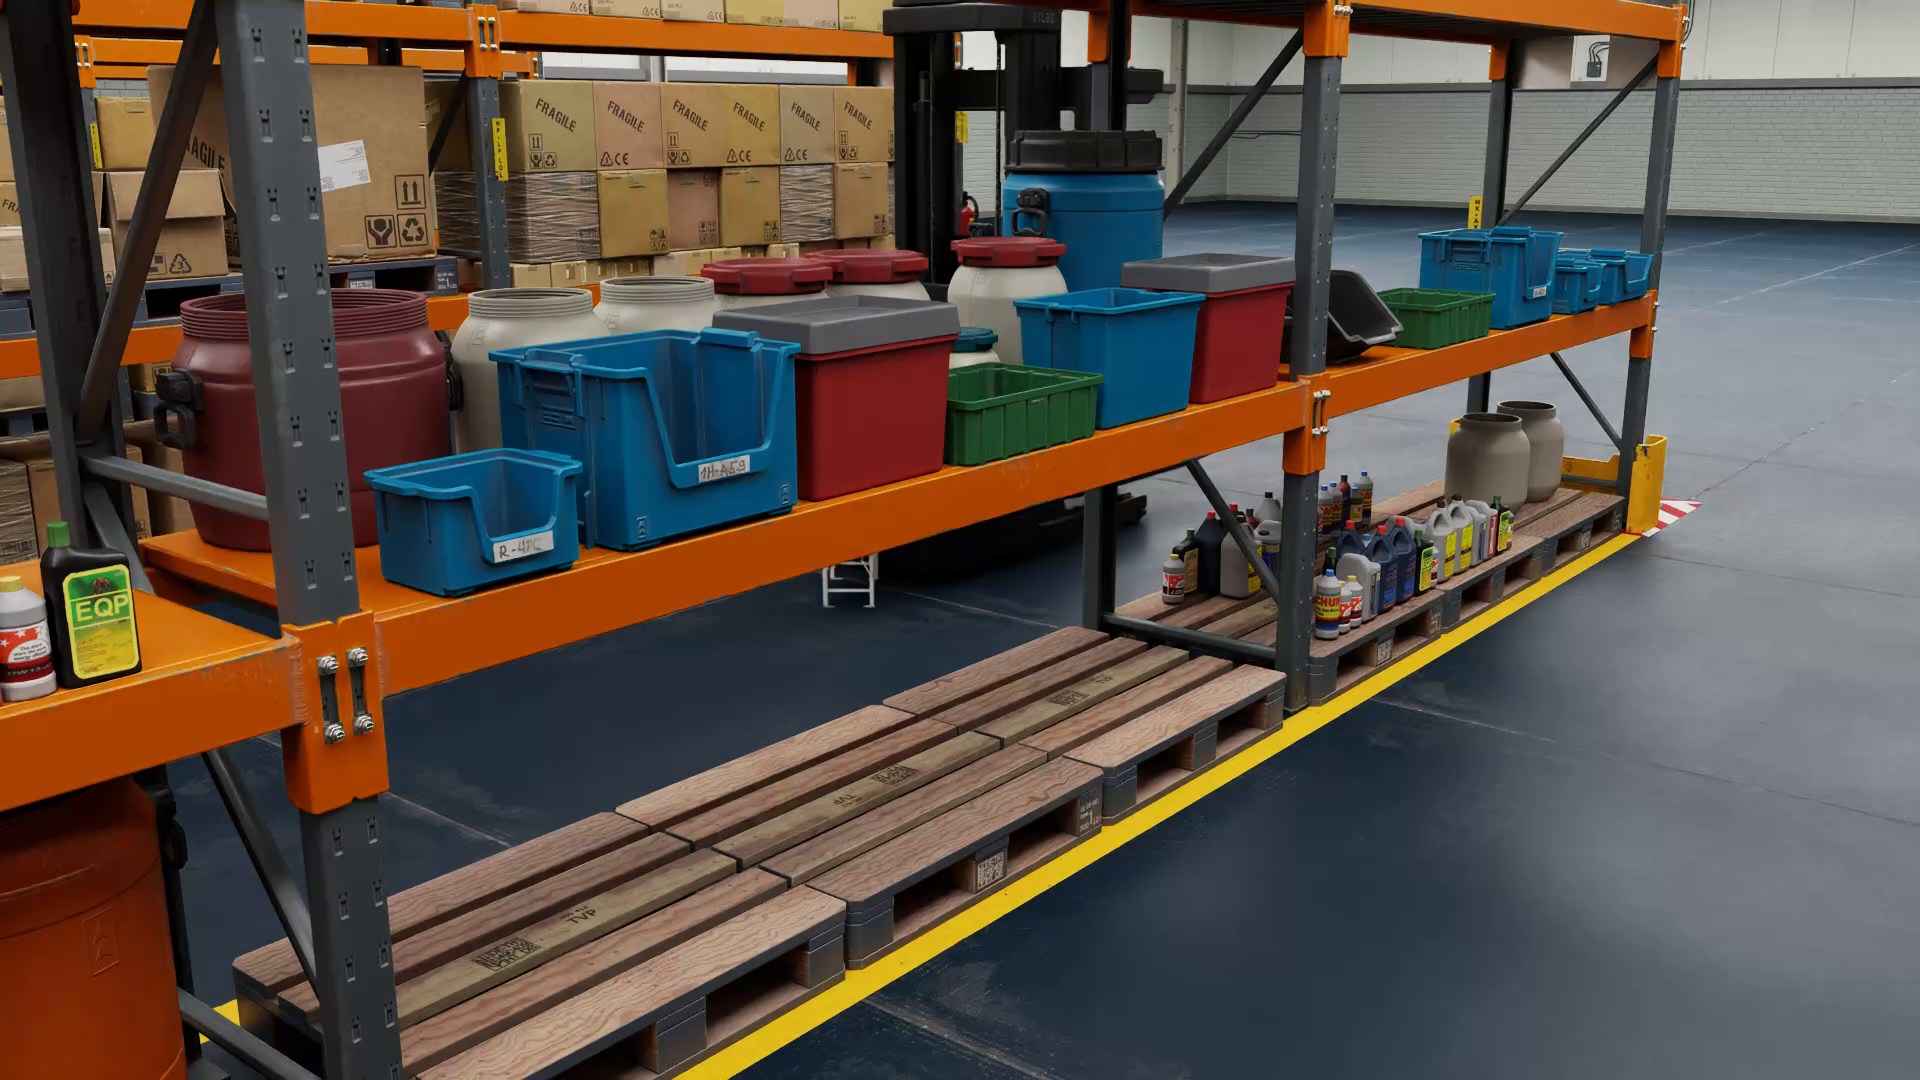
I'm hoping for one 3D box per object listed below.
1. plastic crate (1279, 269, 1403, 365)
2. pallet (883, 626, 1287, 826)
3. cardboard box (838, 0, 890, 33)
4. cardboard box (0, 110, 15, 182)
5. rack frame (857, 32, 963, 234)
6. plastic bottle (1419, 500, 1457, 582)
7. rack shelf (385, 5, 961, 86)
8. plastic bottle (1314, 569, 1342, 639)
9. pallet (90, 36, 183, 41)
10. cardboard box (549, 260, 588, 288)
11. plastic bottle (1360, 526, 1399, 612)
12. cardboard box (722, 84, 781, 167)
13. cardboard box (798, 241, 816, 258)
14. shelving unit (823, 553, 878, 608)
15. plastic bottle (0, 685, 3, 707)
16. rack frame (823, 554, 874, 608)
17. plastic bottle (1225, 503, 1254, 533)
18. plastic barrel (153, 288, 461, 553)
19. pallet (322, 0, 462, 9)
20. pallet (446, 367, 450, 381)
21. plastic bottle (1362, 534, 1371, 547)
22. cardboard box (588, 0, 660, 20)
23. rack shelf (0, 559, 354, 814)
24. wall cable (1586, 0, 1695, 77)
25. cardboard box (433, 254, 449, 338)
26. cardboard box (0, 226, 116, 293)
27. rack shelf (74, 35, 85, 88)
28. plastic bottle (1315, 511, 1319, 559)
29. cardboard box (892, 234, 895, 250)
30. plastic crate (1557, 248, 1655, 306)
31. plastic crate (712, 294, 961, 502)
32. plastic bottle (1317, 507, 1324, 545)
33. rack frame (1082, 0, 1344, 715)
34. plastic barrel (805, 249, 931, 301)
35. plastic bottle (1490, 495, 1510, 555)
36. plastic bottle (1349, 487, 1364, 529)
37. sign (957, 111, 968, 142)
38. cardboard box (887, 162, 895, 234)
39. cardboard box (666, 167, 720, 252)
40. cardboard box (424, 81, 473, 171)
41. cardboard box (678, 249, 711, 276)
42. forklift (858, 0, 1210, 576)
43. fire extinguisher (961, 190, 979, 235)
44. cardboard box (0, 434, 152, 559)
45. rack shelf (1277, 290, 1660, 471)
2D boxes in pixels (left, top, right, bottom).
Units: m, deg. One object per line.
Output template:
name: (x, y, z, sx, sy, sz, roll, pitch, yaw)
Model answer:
plastic crate: (1.366, -0.914, 6.753, 0.767, 0.338, 0.504, 11, 18, 38)
pallet: (0.475, 0.645, 6.156, 1.003, 0.211, 1.213, 11, 18, 38)
cardboard box: (-0.817, -3.549, 11.213, 0.500, 0.250, 0.500, 11, 18, 38)
cardboard box: (-7.016, -2.853, 12.029, 0.700, 0.500, 0.500, 11, 18, 37)
rack frame: (-0.400, -2.396, 12.461, 1.000, 3.000, 0.127, 11, 18, 38)
plastic bottle: (2.154, 0.000, 7.519, 0.144, 0.351, 0.185, 11, 18, 37)
rack shelf: (-1.657, -3.118, 10.672, 1.077, 0.370, 4.000, 11, 18, 38)
plastic bottle: (1.479, 0.253, 6.683, 0.097, 0.271, 0.097, 0, 14, 0)
pallet: (-6.186, -3.982, 12.795, 1.003, 0.211, 1.213, 11, 18, 38)
cardboard box: (-2.378, -1.548, 9.635, 0.380, 0.149, 0.250, 11, 18, 38)
plastic bottle: (1.768, 0.117, 7.056, 0.144, 0.351, 0.185, 12, 18, 39)
cardboard box: (-1.500, -2.643, 10.596, 0.500, 0.500, 0.500, 11, 18, 38)
cardboard box: (-1.192, -1.945, 11.199, 0.380, 0.149, 0.250, 11, 18, 38)
shelving unit: (-0.528, -0.323, 7.958, 0.258, 1.200, 0.503, 0, 14, 0)
plastic bottle: (-1.643, 0.147, 2.688, 0.061, 0.283, 0.133, 11, 18, 38)
rack frame: (-0.526, -0.263, 7.722, 0.240, 1.200, 0.015, 0, 14, 0)
plastic bottle: (1.239, 0.003, 7.506, 0.144, 0.351, 0.185, 10, 17, 35)
plastic barrel: (-1.520, -0.299, 3.930, 0.600, 0.536, 0.708, 11, 18, 38)
pallet: (-3.385, -2.891, 8.698, 1.213, 0.211, 1.003, 11, 18, 38)
pallet: (-4.636, -1.666, 15.251, 1.003, 0.211, 1.213, 11, 18, 38)
plastic bottle: (1.766, 0.109, 7.248, 0.097, 0.271, 0.097, 0, 14, 0)
cardboard box: (-2.104, -3.159, 9.679, 0.500, 0.250, 0.500, 11, 18, 37)
rack shelf: (-2.833, 0.635, 1.993, 1.077, 0.370, 4.000, 11, 18, 38)
wall cable: (16.000, -13.891, 38.621, 2.305, 6.003, 0.169, 11, 18, 38)
cardboard box: (-5.121, -2.047, 14.552, 0.875, 0.875, 0.875, 11, 18, 37)
cardboard box: (-4.196, -1.280, 7.520, 0.500, 0.250, 0.500, 11, 18, 36)
rack shelf: (-7.966, -3.139, 10.754, 1.077, 0.370, 4.000, 11, 18, 38)
plastic bottle: (1.631, -0.040, 7.813, 0.061, 0.283, 0.133, 11, 18, 38)
cardboard box: (-0.576, -2.139, 11.963, 0.380, 0.149, 0.250, 11, 18, 38)
plastic crate: (3.370, -1.415, 8.902, 0.499, 0.251, 0.616, 11, 18, 38)
plastic crate: (-0.322, -0.390, 4.437, 0.402, 0.464, 0.583, 11, 18, 38)
plastic bottle: (1.730, -0.083, 8.148, 0.097, 0.201, 0.097, 0, 14, 0)
rack frame: (0.938, -0.863, 6.428, 1.000, 3.000, 0.127, 11, 18, 38)
plastic barrel: (-0.295, -0.639, 5.271, 0.433, 0.535, 0.433, 0, 14, 0)
plastic bottle: (2.580, -0.081, 7.973, 0.061, 0.283, 0.133, 12, 18, 39)
plastic bottle: (2.005, -0.167, 8.479, 0.097, 0.201, 0.097, 0, 14, 0)
sign: (0.019, -3.020, 11.926, 0.100, 0.325, 0.005, 11, 18, 38)
cardboard box: (-0.767, -2.487, 12.014, 0.875, 0.500, 0.500, 11, 18, 38)
cardboard box: (-2.006, -2.100, 10.492, 0.875, 0.500, 0.500, 11, 18, 38)
cardboard box: (-2.845, -2.436, 9.780, 0.500, 0.500, 0.500, 11, 18, 38)
cardboard box: (-1.779, -1.746, 10.412, 0.380, 0.149, 0.250, 11, 18, 38)
forklift: (0.414, -1.546, 9.254, 1.130, 2.935, 3.031, 11, 18, 38)
fire extinguisher: (0.030, -2.309, 12.276, 0.296, 0.674, 0.183, 11, 18, 38)
cardboard box: (-4.333, -0.214, 8.058, 0.700, 0.500, 0.500, 13, 19, 42)
rack shelf: (2.195, -0.897, 8.024, 1.077, 0.370, 4.000, 11, 18, 38)
